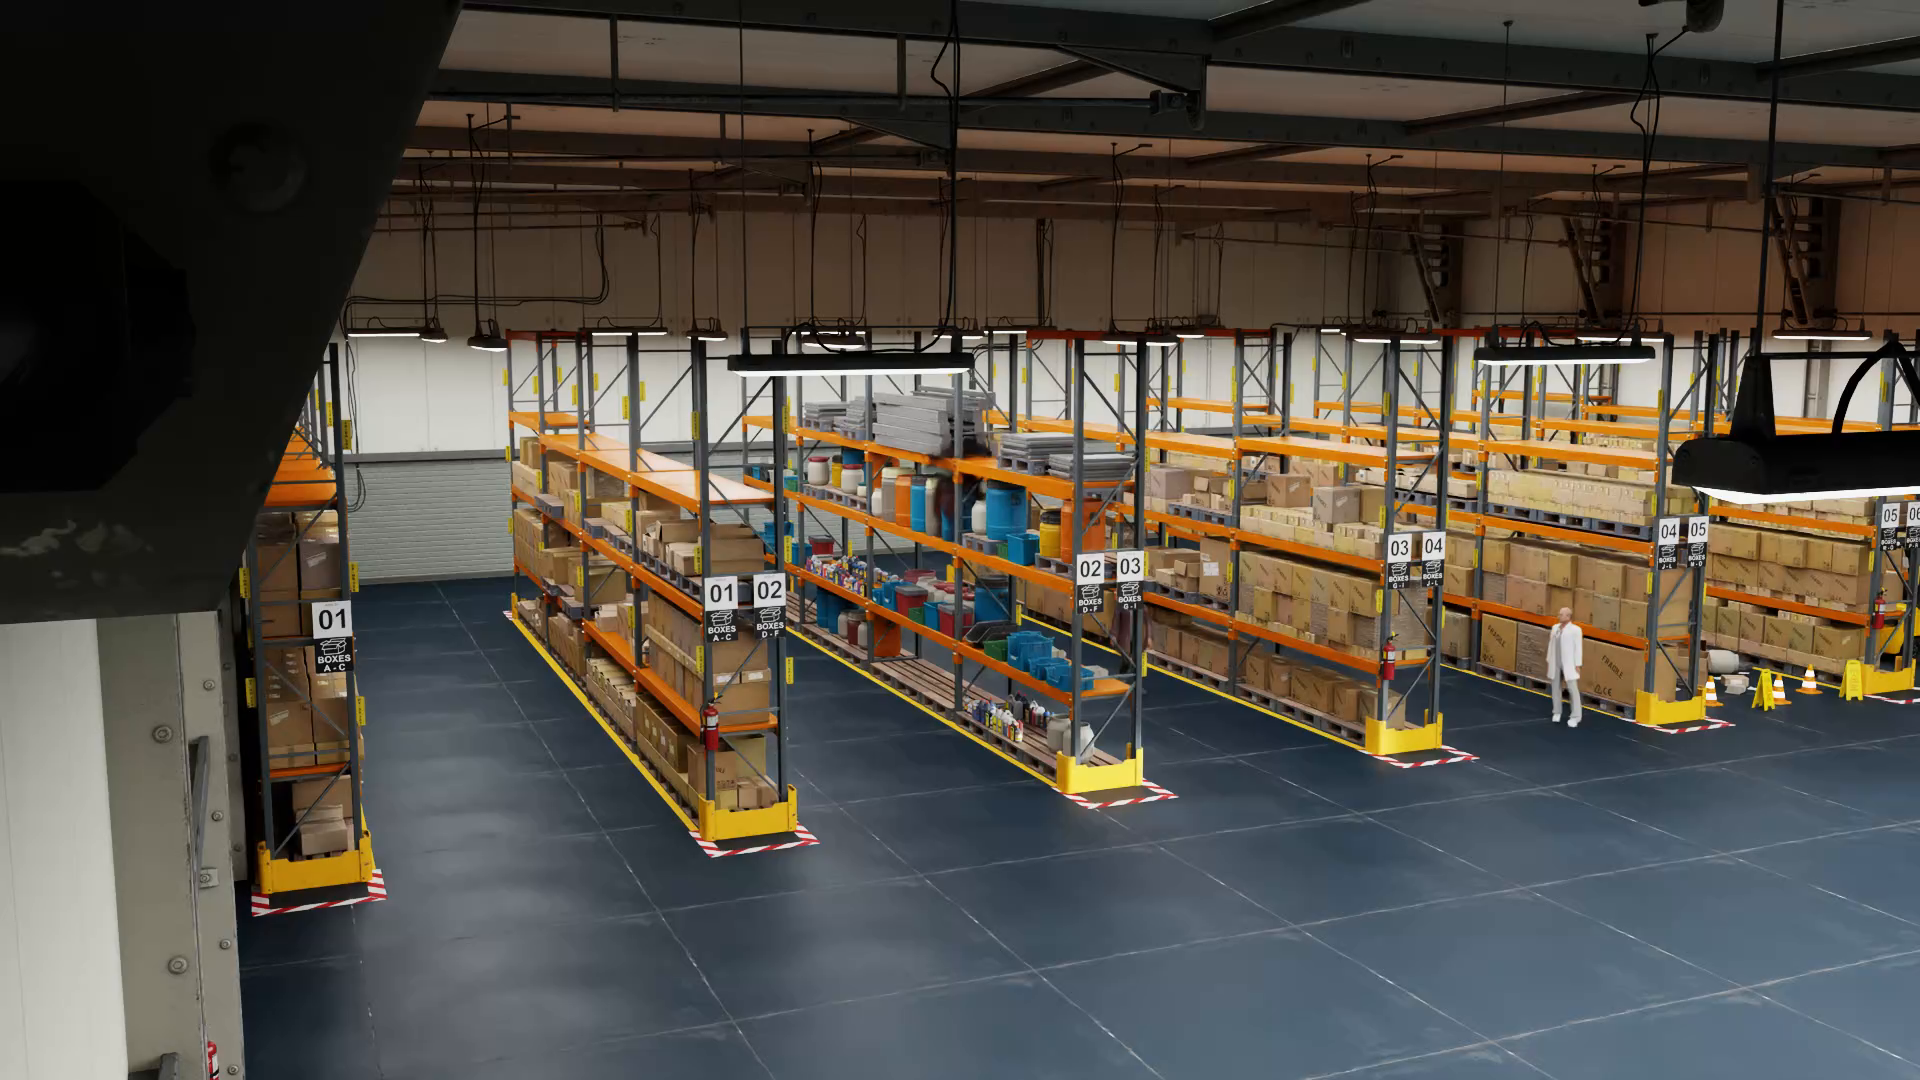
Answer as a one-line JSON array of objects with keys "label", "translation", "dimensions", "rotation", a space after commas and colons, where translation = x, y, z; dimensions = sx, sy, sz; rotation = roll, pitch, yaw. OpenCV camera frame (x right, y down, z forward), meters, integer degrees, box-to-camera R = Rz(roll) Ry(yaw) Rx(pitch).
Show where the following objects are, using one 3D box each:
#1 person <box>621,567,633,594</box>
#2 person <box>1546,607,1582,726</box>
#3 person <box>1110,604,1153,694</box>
[{"label": "person", "translation": [-7.251, 0.571, 36.472], "dimensions": [0.425, 1.693, 0.490], "rotation": [2, 8, 16]}, {"label": "person", "translation": [9.366, 1.946, 25.813], "dimensions": [0.465, 1.787, 0.626], "rotation": [-7, 11, -42]}, {"label": "person", "translation": [2.869, 1.671, 27.903], "dimensions": [0.675, 1.765, 0.693], "rotation": [-3, 8, -23]}]
